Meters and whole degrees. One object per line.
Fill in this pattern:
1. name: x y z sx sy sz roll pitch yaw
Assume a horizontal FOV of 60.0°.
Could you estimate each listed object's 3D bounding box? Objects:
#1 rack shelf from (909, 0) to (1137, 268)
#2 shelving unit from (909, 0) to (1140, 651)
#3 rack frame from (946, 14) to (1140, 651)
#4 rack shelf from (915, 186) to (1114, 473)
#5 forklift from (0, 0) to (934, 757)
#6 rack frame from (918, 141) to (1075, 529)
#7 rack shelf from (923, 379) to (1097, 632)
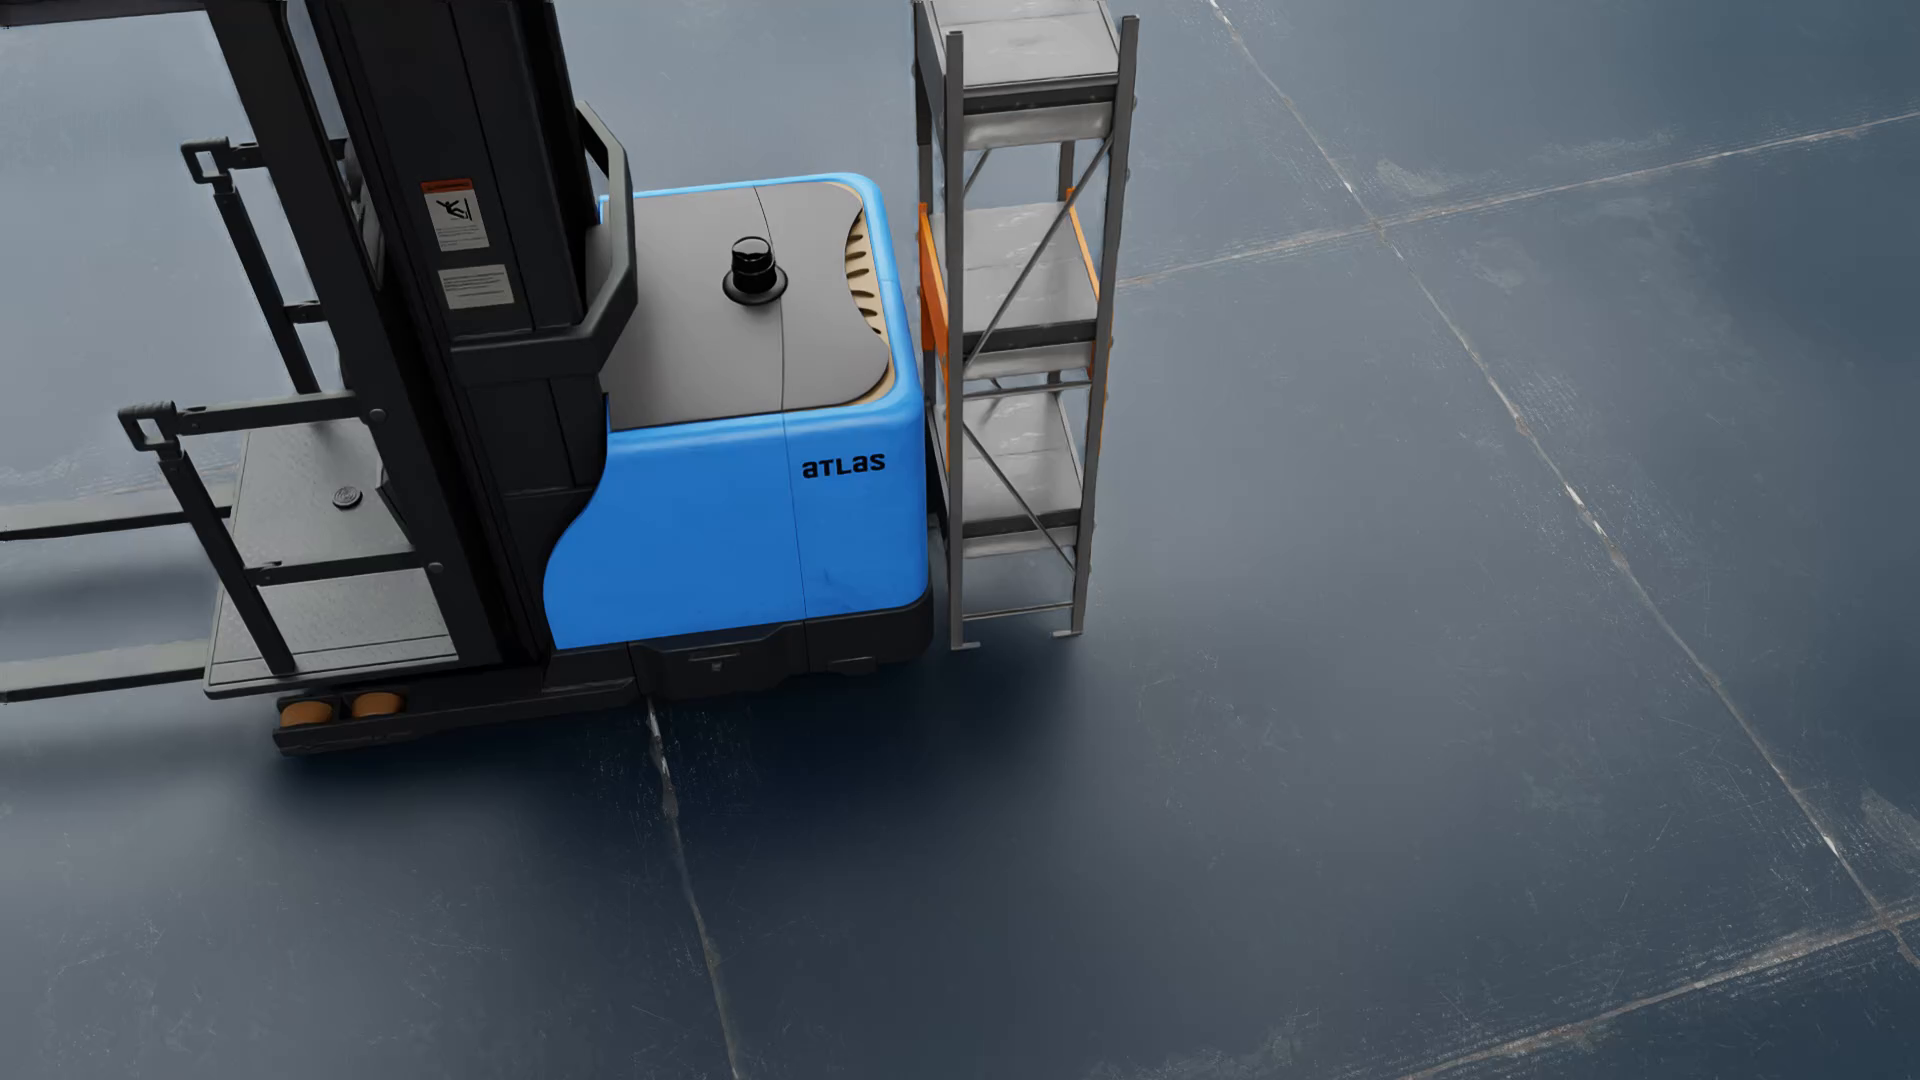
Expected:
1. rack shelf: 0.132 -1.001 3.823 0.431 0.518 0.480 -7 50 -6
2. shelving unit: 0.132 -0.558 4.347 0.431 2.100 0.503 -7 50 -6
3. rack frame: 0.170 -0.374 4.192 0.400 2.100 0.015 -7 50 -6
4. rack shelf: 0.132 -0.549 4.358 0.431 0.518 0.480 -7 50 -6
5. forklift: -1.640 -0.772 3.984 3.031 2.935 1.130 -7 50 -6
6. rack frame: 0.094 -0.742 4.503 0.400 2.100 0.015 -7 50 -6
7. rack shelf: 0.132 -0.098 4.893 0.431 0.518 0.480 -7 50 -6
